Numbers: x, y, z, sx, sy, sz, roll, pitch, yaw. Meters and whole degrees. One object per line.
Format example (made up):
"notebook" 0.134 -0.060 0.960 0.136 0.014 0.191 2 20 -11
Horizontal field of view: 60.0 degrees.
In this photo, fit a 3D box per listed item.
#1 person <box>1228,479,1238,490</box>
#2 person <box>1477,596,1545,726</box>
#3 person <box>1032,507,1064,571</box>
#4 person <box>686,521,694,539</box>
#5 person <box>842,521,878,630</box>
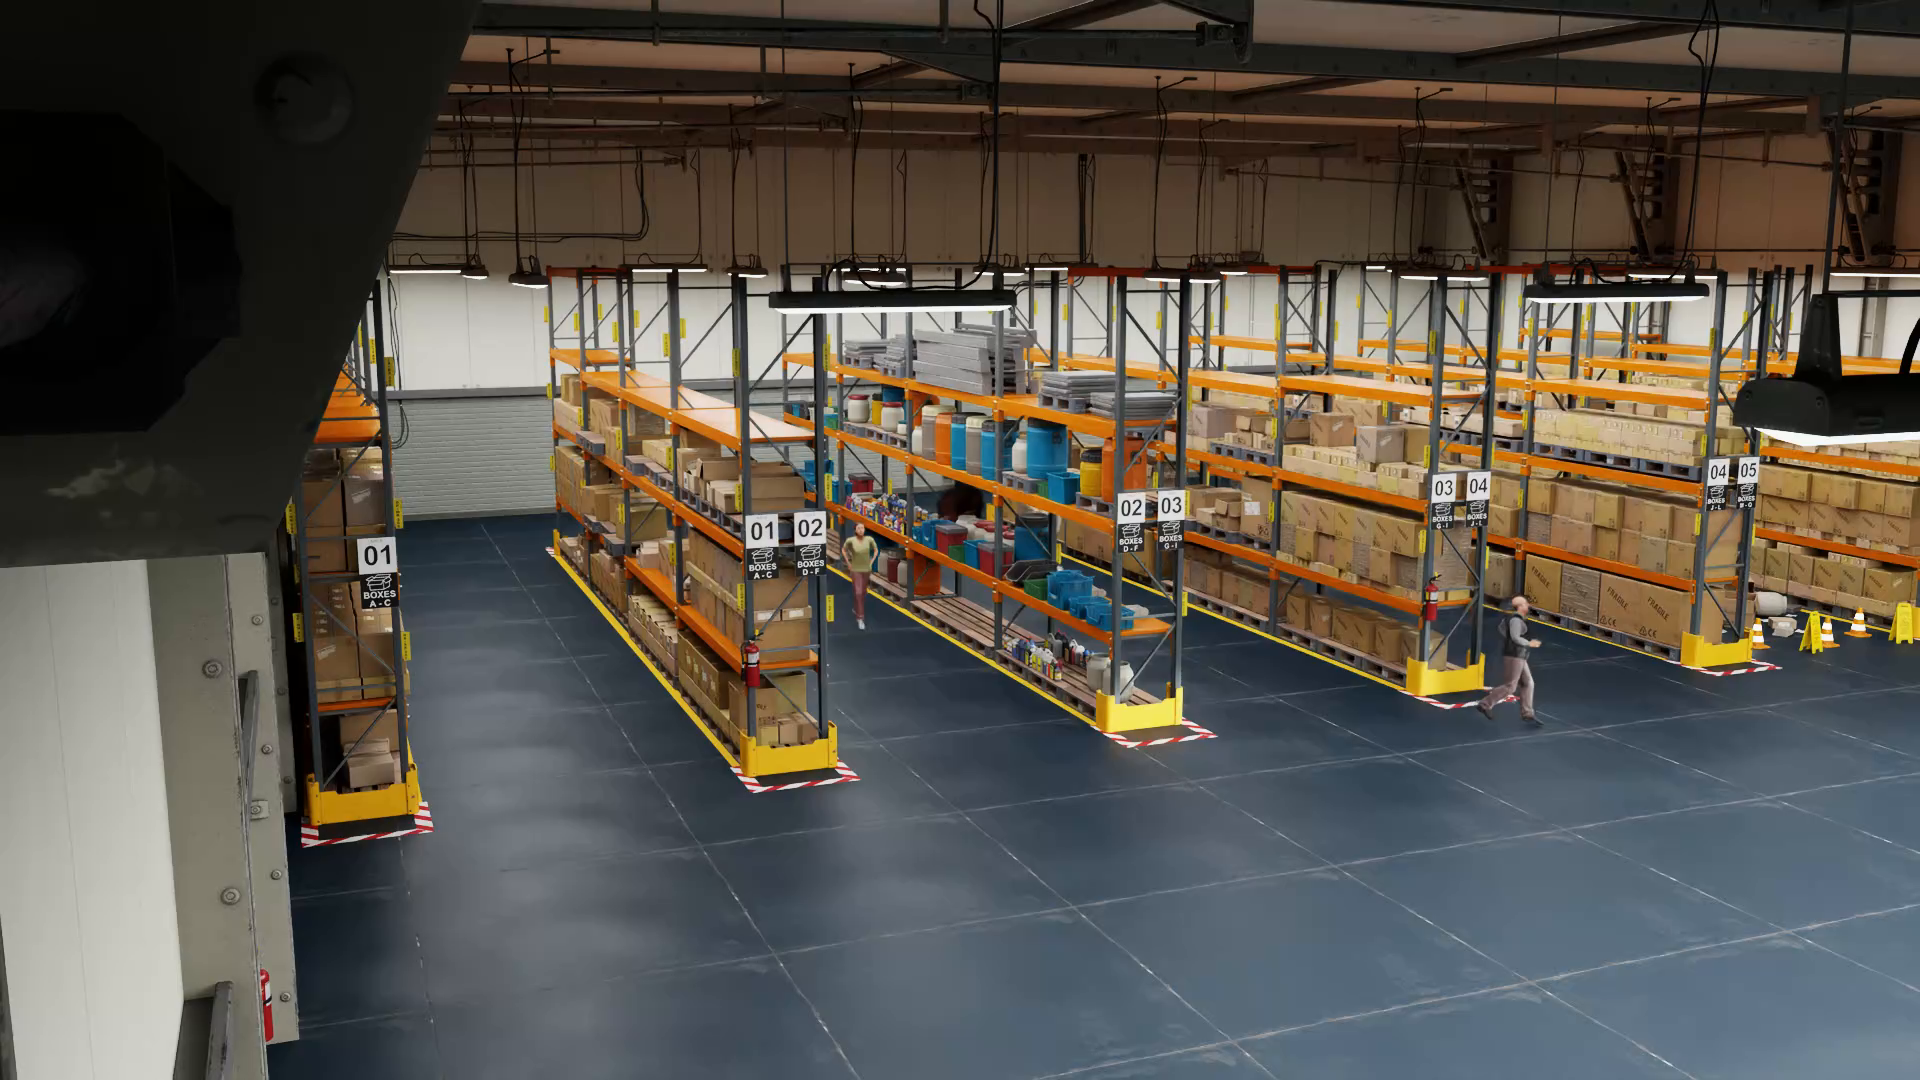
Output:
"person" 6.851 -1.684 41.432 0.770 1.721 0.592 -9 14 -43
"person" 7.459 1.617 22.413 0.888 1.734 0.682 3 10 16
"person" 1.764 -0.353 31.747 0.695 1.820 0.942 -6 12 -32
"person" -5.799 -0.489 34.662 0.599 1.729 0.775 -8 13 -40
"person" -1.618 0.538 27.132 0.591 1.738 0.720 -3 10 -18
